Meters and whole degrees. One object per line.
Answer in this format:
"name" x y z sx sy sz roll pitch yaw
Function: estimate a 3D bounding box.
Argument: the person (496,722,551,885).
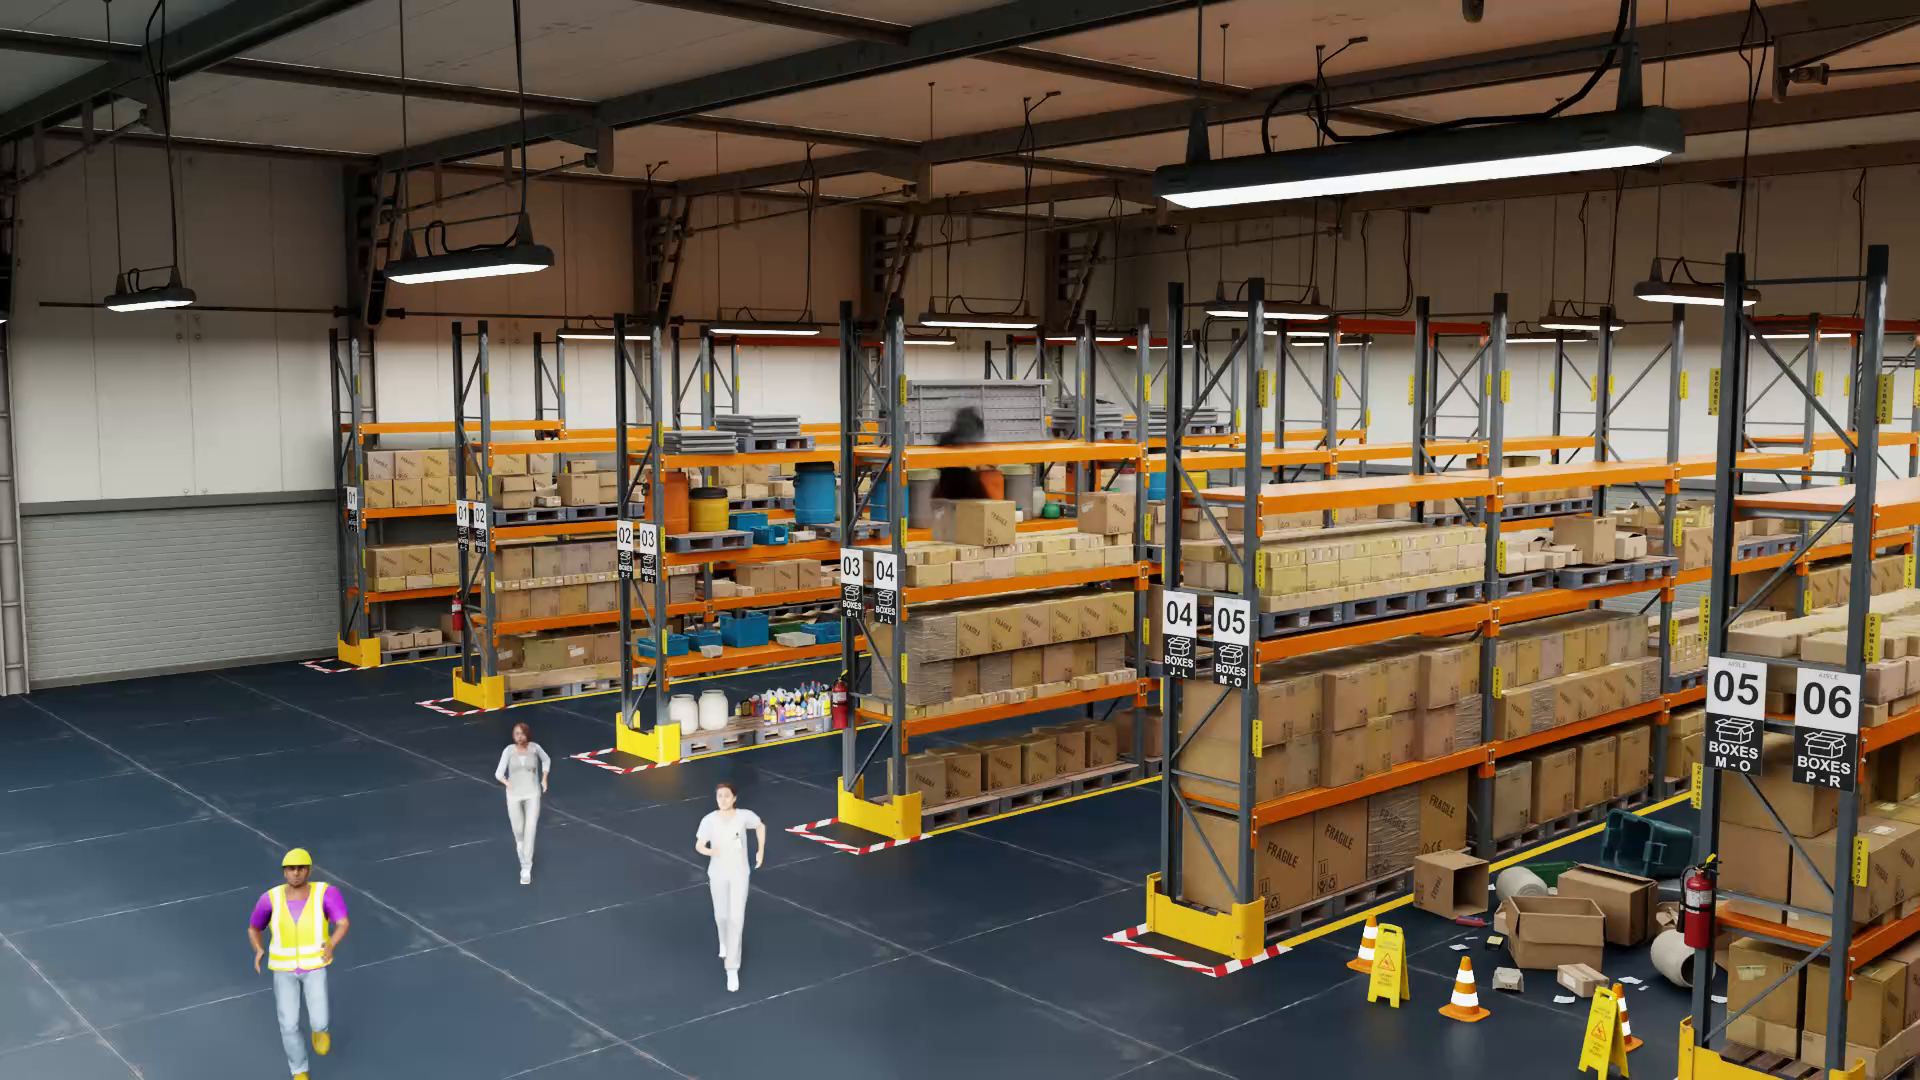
"person" -4.520 2.674 17.237 0.553 1.597 0.877 -1 6 -12

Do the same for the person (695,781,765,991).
"person" -1.988 2.914 14.340 0.572 1.668 0.965 0 6 0

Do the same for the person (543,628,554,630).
"person" -7.056 1.499 28.716 0.663 1.717 0.816 5 8 42

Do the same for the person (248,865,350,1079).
"person" -4.842 3.125 12.197 0.704 1.686 0.696 -2 6 -18
